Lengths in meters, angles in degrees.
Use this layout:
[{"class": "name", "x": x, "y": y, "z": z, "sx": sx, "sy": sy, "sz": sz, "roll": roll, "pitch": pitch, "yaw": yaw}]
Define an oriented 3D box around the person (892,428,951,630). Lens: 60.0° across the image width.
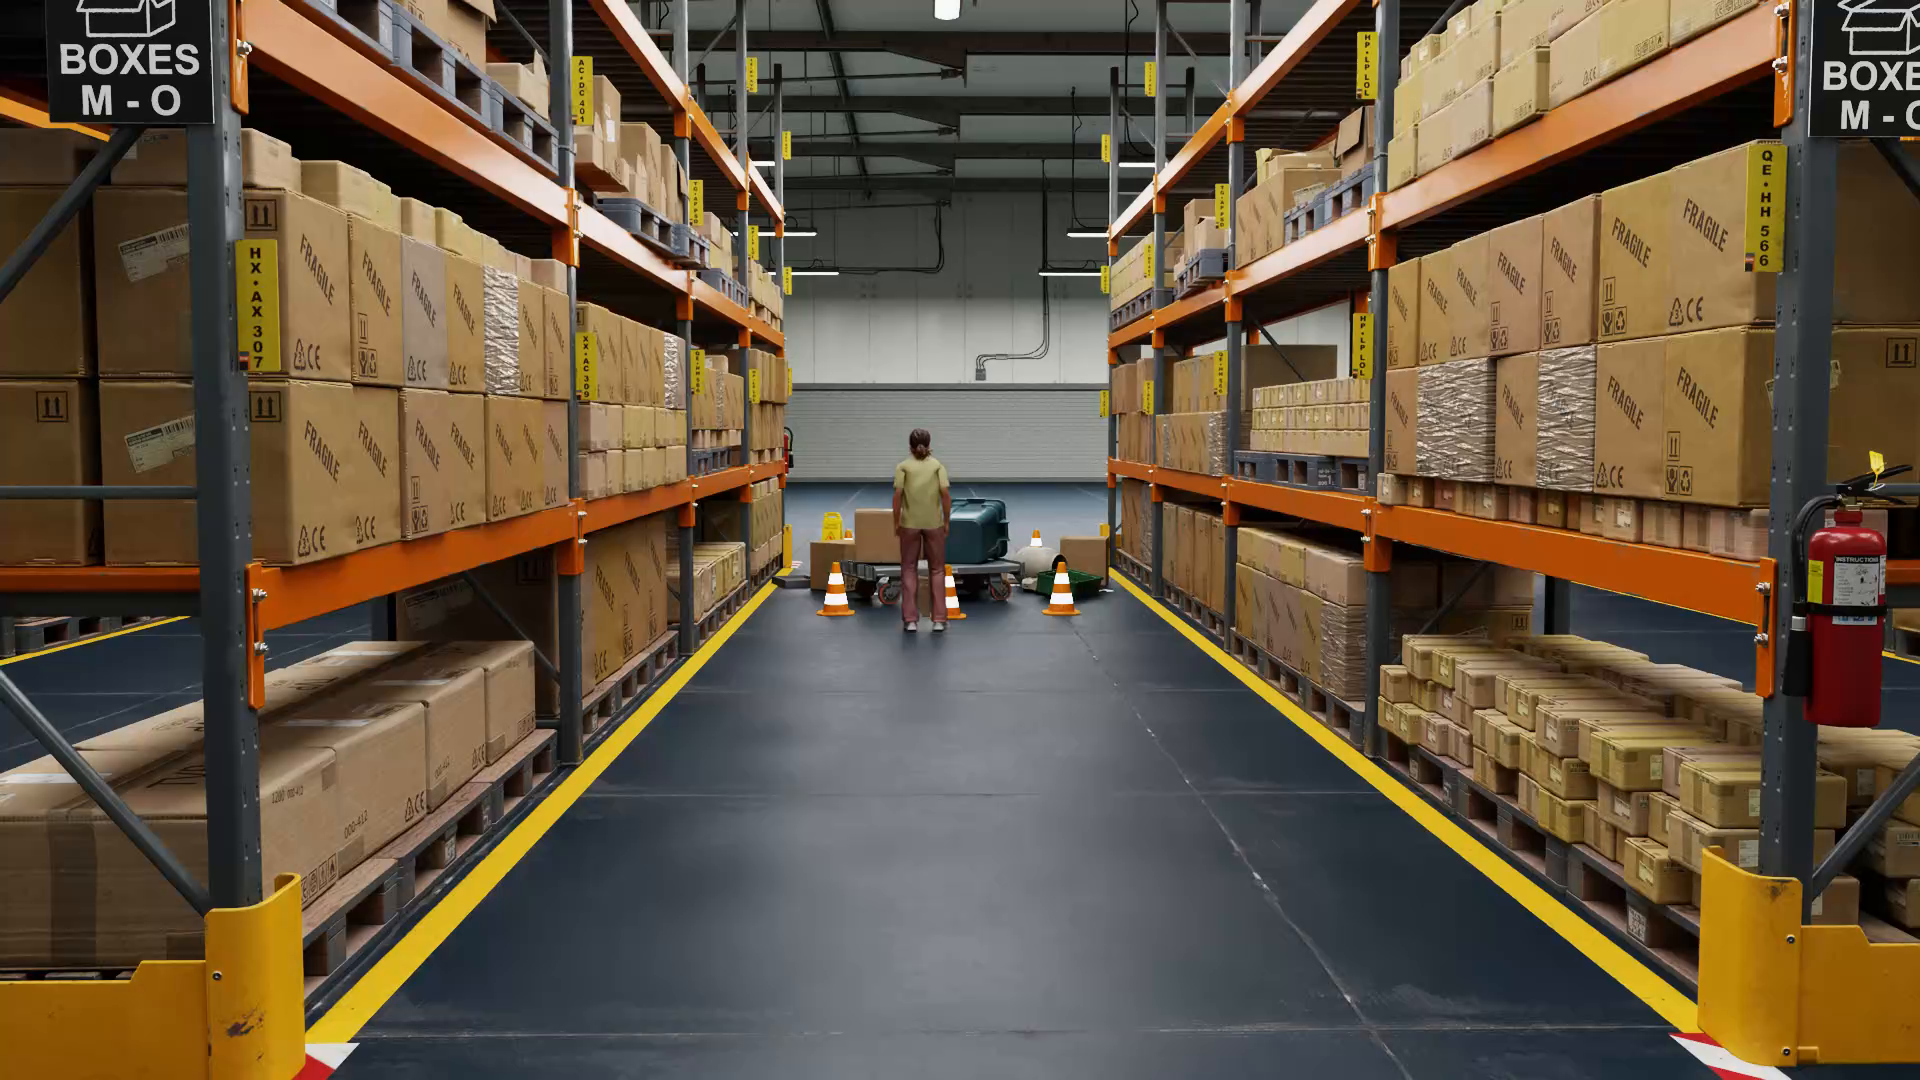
[{"class": "person", "x": -0.319, "y": -0.090, "z": 13.795, "sx": 0.489, "sy": 1.674, "sz": 0.356, "roll": 0, "pitch": 4, "yaw": -3}]
